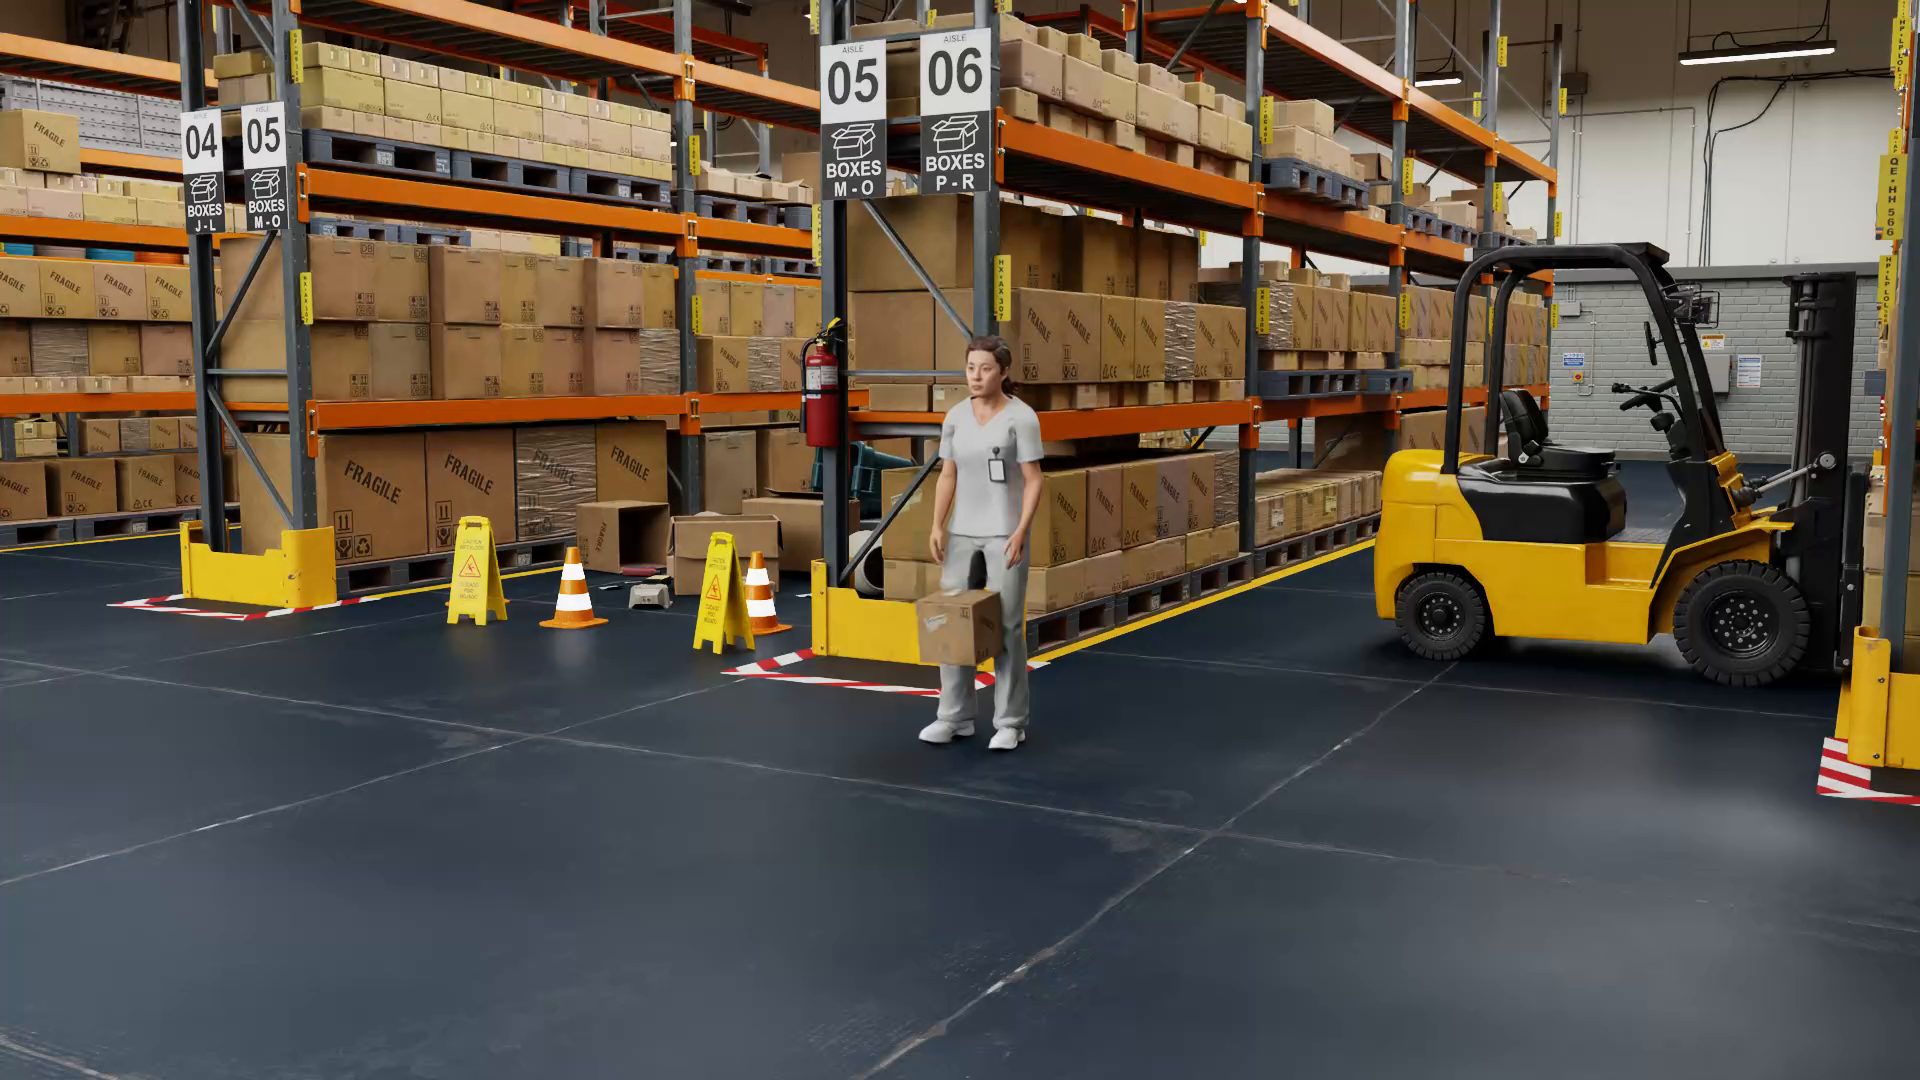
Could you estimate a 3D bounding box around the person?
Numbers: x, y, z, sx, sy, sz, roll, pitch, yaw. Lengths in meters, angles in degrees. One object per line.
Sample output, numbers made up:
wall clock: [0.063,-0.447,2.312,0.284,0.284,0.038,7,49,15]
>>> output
person: [0.107,0.002,6.799,0.475,1.676,0.360,3,7,27]
